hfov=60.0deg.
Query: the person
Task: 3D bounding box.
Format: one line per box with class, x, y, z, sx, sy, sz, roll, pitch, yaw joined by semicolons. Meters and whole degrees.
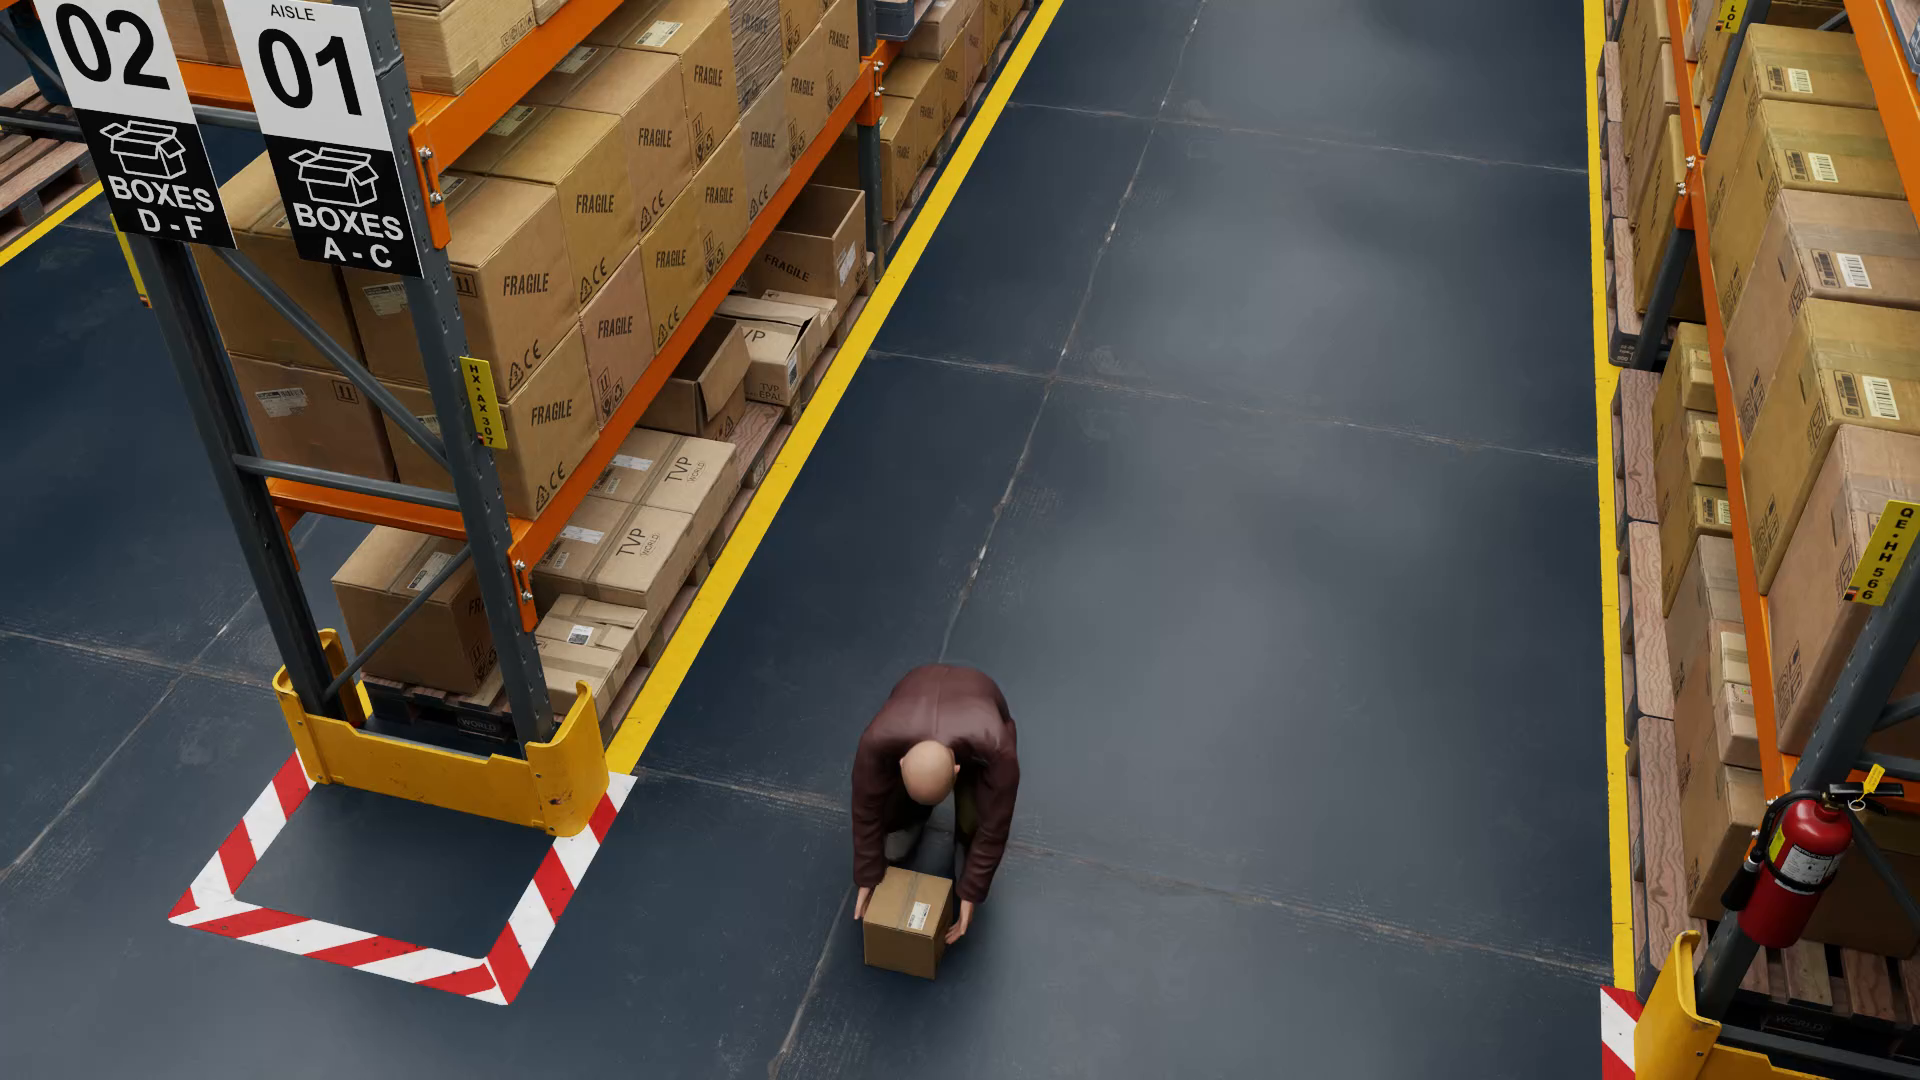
person;-0.069;0.830;5.824;0.609;0.964;0.900;10;41;11
